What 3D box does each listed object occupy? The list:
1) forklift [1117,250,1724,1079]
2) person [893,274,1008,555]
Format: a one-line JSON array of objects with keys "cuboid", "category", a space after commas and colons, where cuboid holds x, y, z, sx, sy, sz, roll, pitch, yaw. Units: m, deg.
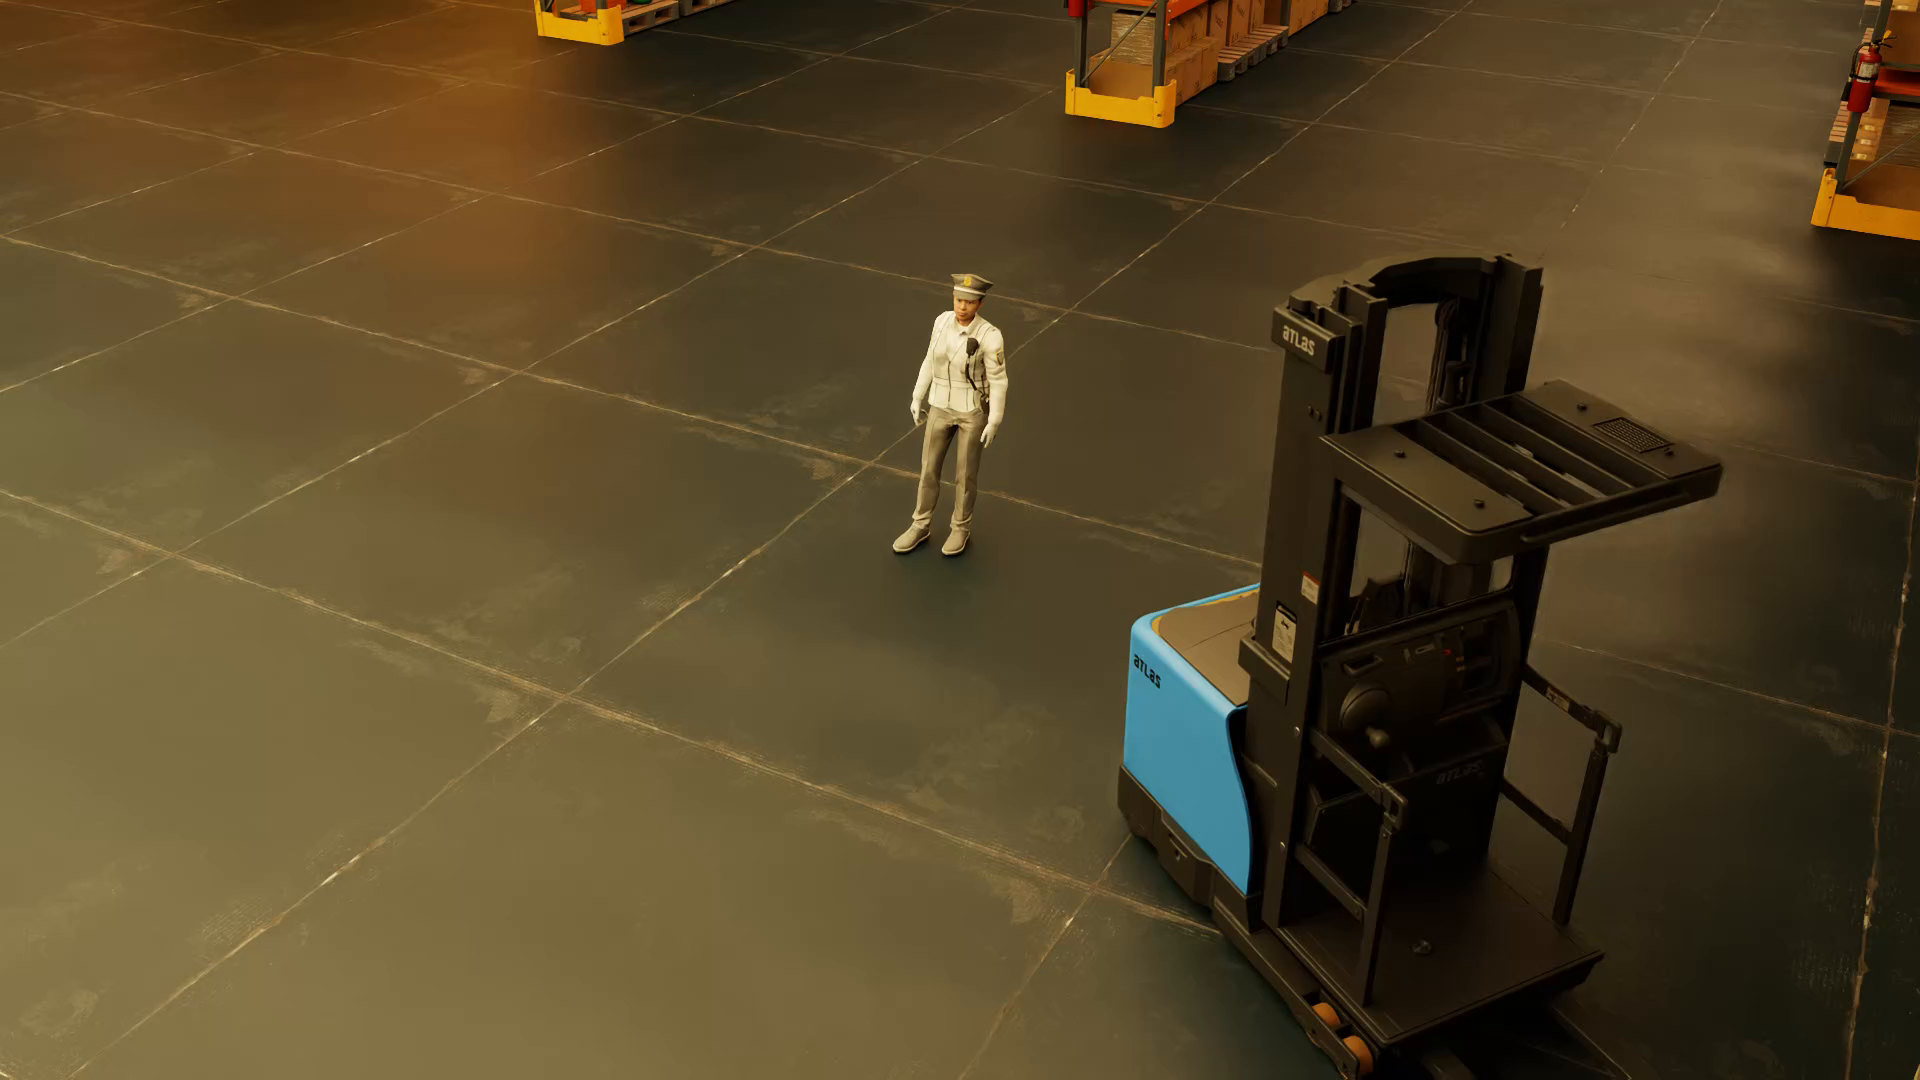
[{"cuboid": [1.836, 0.555, 6.109, 1.130, 2.935, 3.031, -14, 33, -23], "category": "forklift"}, {"cuboid": [-0.039, -0.712, 9.526, 0.587, 1.695, 0.531, 15, 33, 25], "category": "person"}]
